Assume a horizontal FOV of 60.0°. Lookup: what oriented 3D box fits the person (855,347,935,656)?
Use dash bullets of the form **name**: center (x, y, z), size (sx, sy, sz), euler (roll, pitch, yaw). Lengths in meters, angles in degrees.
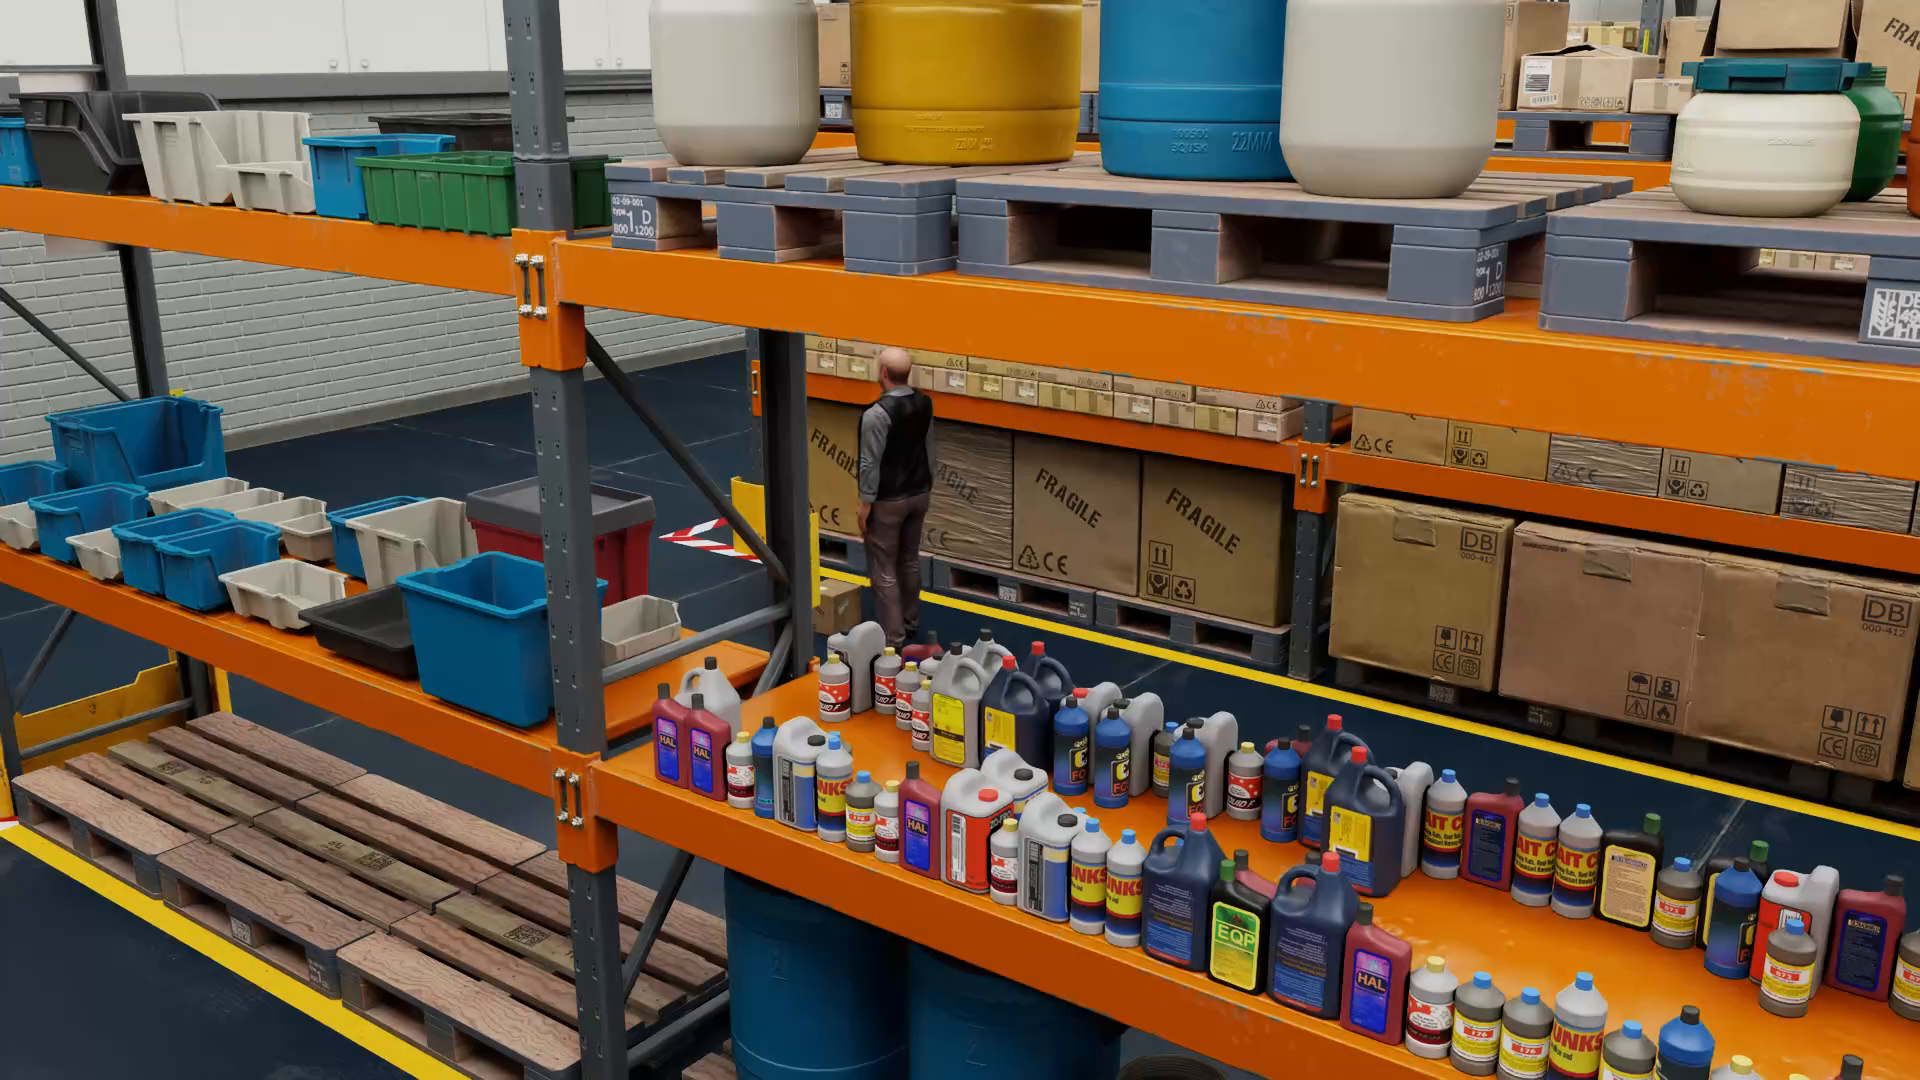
- **person**: center (-0.395, -0.265, 9.360), size (0.493, 1.666, 0.566), euler (15, 22, 40)
